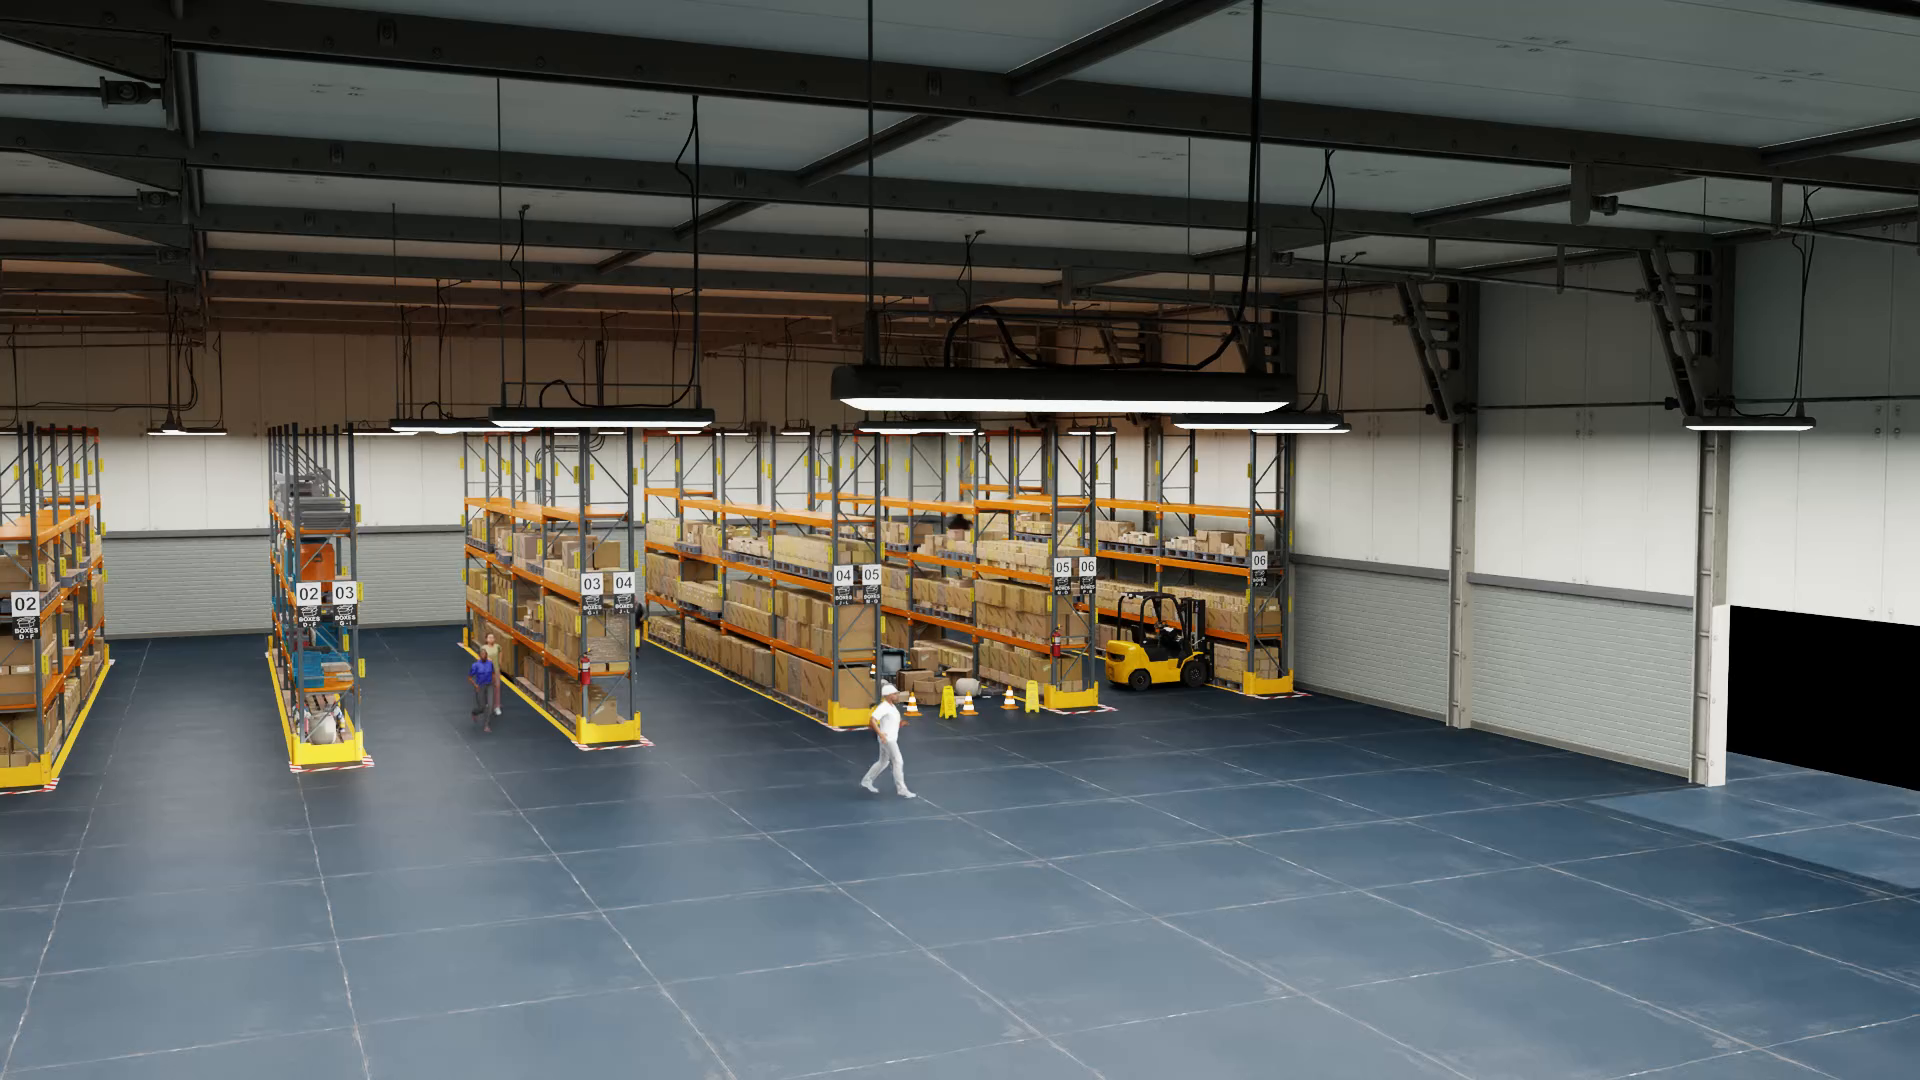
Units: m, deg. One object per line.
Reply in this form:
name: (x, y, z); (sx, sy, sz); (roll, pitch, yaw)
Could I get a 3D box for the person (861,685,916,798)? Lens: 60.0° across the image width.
person: (-1.141, 3.192, 26.503); (0.896, 1.776, 0.707); (0, 3, 1)

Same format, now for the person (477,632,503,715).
person: (-9.761, 2.750, 34.610); (0.574, 1.668, 0.951); (-2, 4, -28)

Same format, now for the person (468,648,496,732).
person: (-9.345, 2.932, 32.599); (0.578, 1.625, 0.669); (-3, 4, -38)

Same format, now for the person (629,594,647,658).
person: (-8.441, 2.242, 43.241); (0.657, 1.679, 0.575); (-1, 4, -23)
